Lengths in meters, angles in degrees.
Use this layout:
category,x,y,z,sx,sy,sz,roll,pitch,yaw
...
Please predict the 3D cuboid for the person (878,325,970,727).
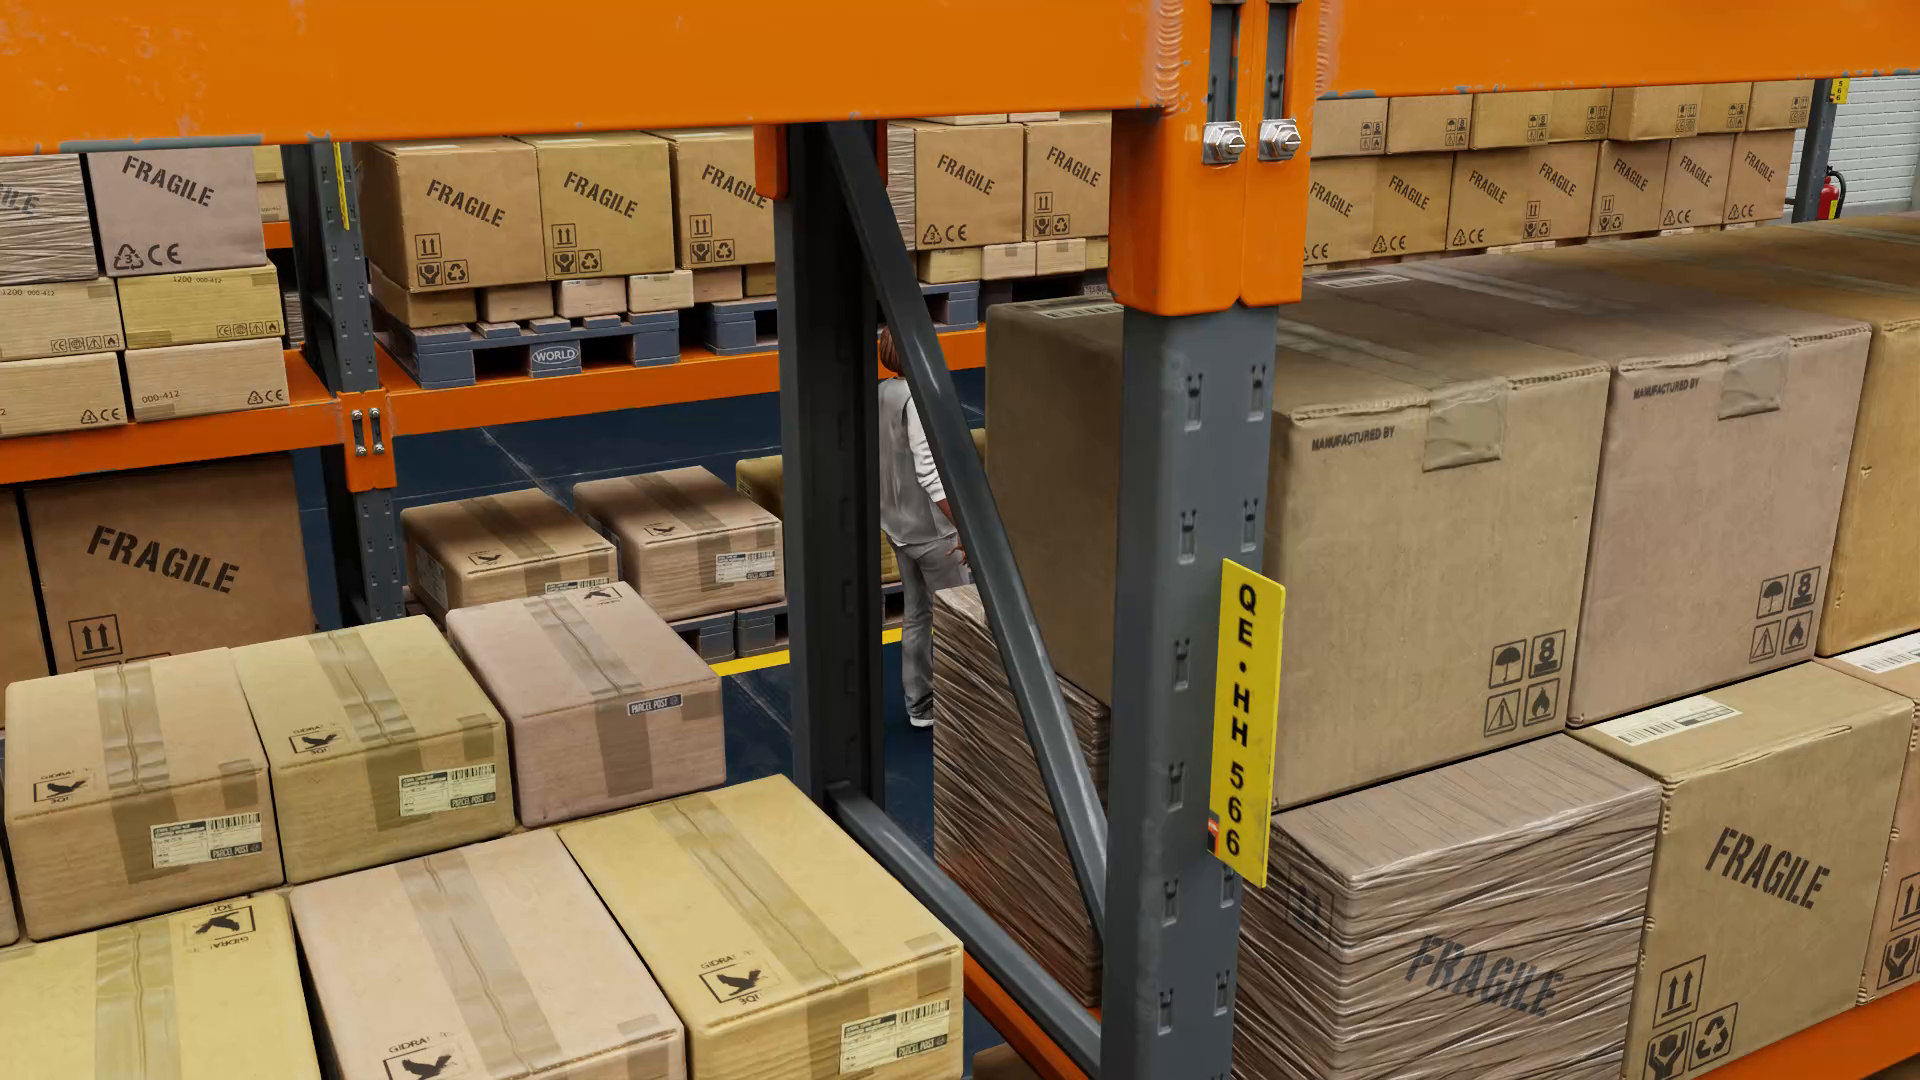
category,x,y,z,sx,sy,sz,roll,pitch,yaw
person,-0.066,-0.049,6.191,0.475,1.597,0.520,-10,21,-27
